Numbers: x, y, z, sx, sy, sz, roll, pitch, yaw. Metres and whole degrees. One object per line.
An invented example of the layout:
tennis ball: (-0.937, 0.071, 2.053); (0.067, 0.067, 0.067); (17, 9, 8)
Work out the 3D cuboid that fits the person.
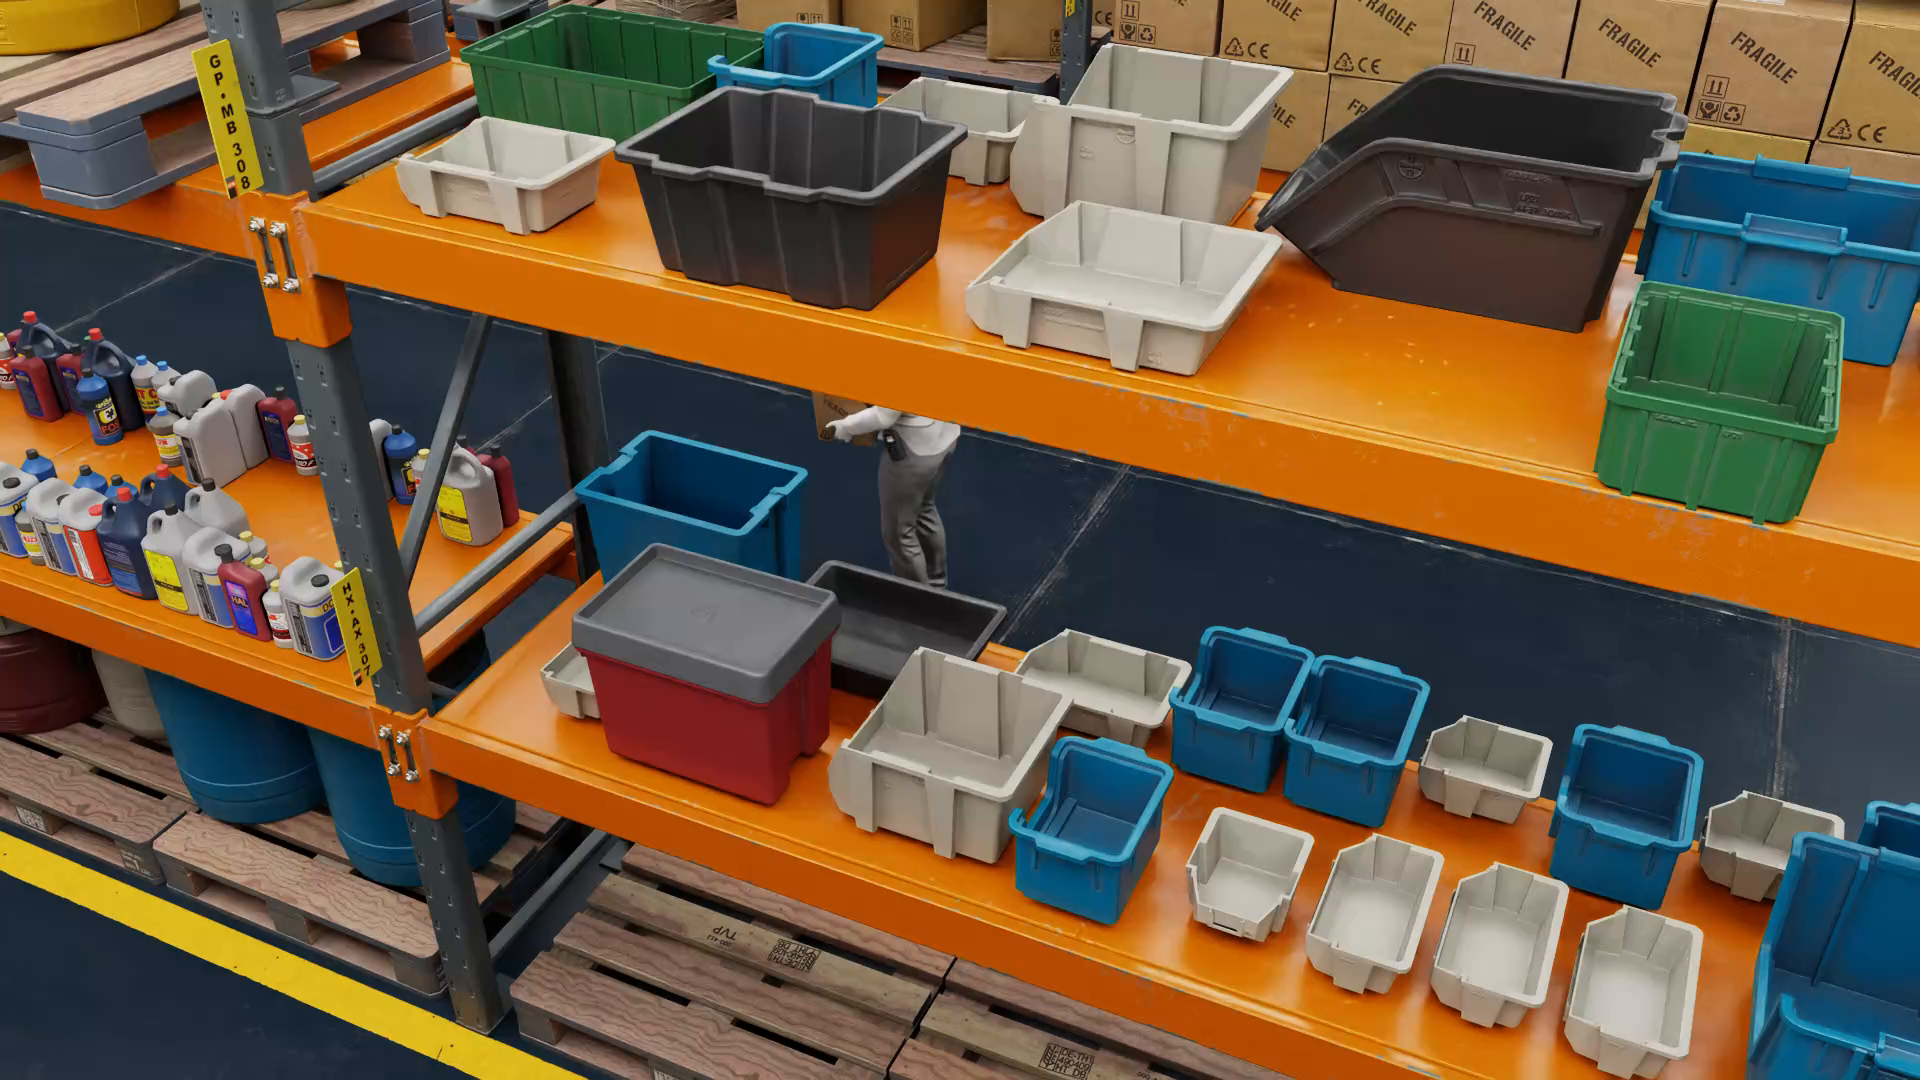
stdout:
person: (-0.249, -0.405, 6.715); (0.517, 1.692, 0.482); (14, 36, 20)
